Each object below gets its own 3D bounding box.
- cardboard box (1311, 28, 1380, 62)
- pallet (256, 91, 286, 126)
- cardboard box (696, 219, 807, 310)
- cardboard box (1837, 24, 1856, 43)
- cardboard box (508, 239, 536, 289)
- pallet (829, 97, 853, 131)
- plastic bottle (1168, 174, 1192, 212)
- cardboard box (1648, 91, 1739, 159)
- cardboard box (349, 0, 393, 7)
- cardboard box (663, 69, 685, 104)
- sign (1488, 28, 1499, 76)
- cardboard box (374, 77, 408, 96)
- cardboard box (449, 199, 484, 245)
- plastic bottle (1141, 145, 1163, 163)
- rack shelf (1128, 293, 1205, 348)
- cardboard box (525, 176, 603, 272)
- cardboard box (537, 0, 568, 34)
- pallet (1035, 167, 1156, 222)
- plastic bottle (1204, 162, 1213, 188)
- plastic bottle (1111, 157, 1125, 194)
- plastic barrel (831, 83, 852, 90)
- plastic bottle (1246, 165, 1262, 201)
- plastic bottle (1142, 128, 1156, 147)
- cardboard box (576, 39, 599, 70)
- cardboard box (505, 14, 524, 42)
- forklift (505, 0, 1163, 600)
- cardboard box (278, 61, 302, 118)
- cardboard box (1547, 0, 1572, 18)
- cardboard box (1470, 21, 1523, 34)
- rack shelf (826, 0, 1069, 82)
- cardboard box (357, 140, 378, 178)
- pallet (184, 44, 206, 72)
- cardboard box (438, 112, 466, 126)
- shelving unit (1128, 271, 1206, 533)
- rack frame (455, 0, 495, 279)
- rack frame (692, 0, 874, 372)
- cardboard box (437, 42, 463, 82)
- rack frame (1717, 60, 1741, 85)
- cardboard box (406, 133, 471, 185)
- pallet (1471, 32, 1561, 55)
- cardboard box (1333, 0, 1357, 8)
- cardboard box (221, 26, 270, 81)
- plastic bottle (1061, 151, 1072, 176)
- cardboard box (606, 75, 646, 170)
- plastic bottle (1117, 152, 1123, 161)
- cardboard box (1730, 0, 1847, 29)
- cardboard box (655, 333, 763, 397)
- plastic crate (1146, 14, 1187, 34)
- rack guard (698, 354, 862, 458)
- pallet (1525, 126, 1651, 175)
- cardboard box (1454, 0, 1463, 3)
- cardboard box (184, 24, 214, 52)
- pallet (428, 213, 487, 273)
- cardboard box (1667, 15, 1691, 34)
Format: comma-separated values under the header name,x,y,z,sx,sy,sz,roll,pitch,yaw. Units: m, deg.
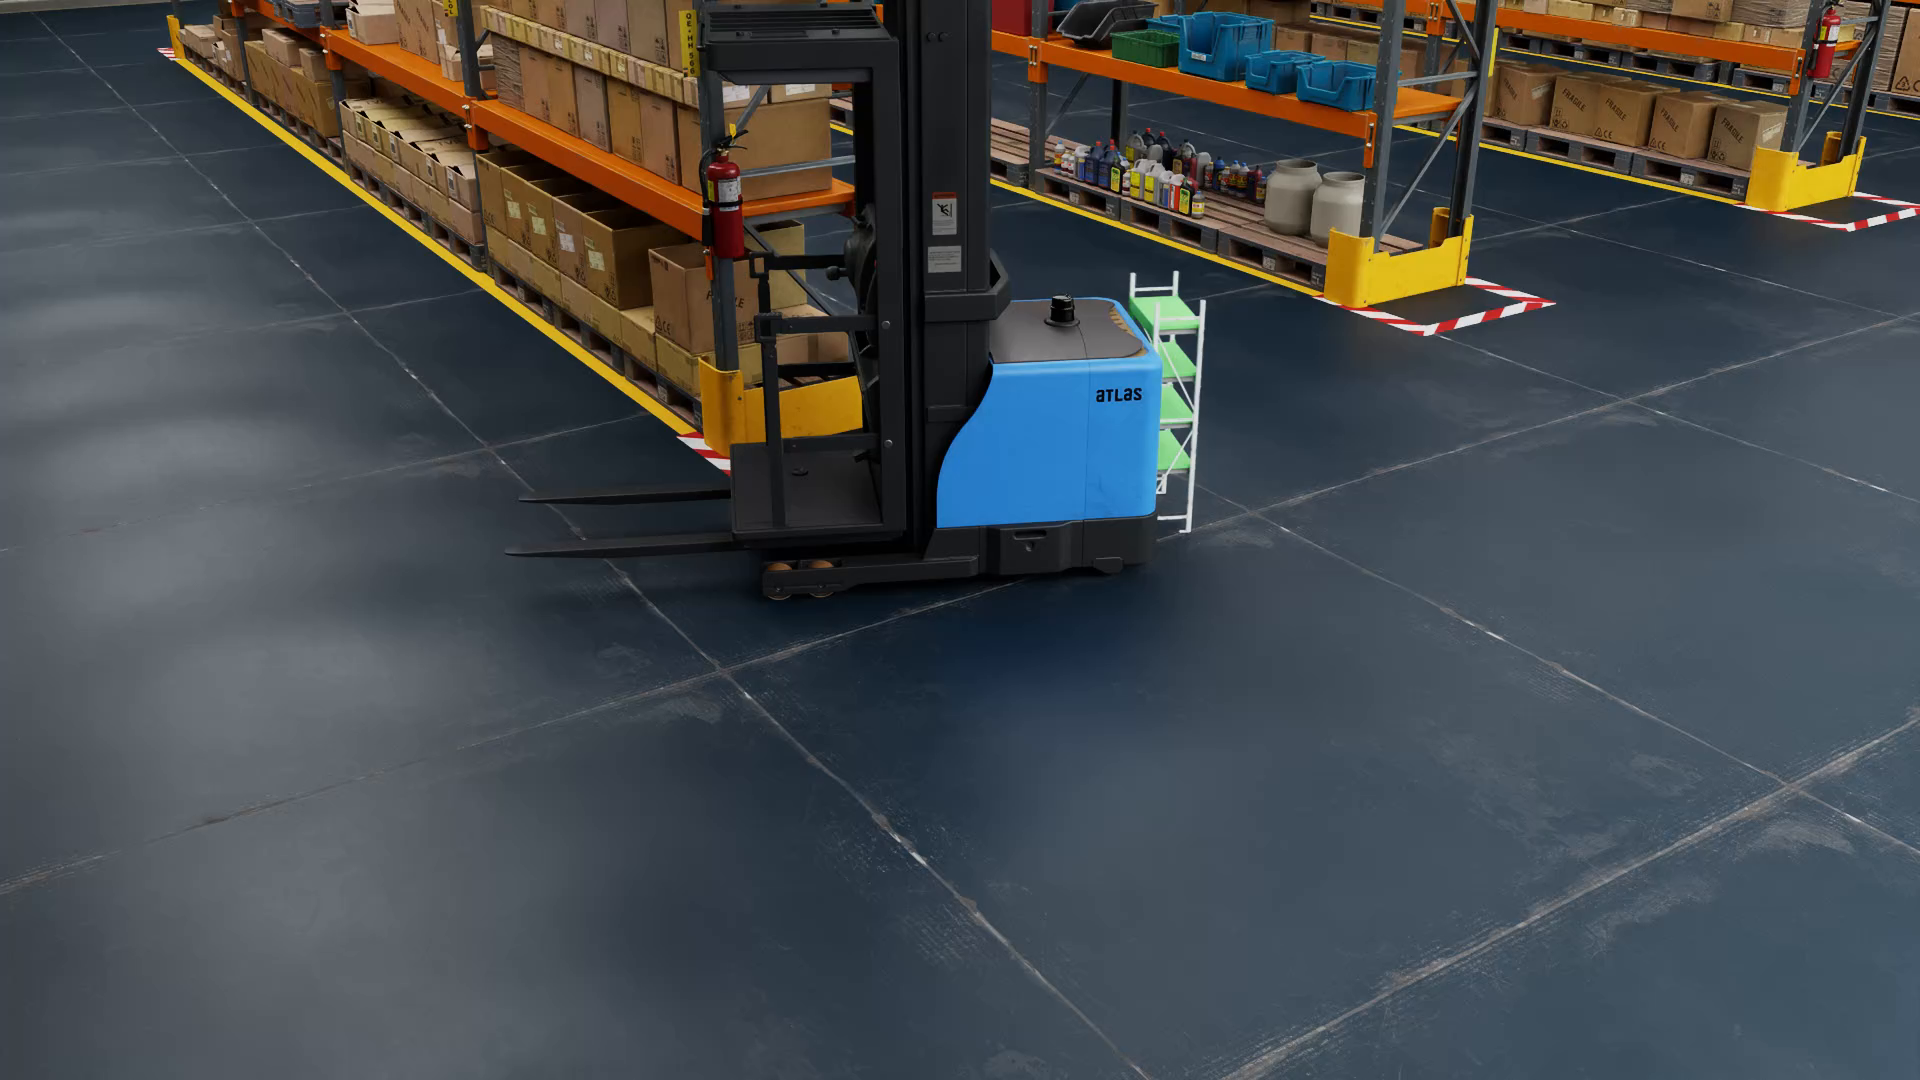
name,x,y,z,sx,sy,sz,roll,pitch,yaw
cardboard box,4.347,-5.412,18.613,0.700,0.500,0.500,-18,31,-34
pallet,-6.979,-4.755,18.075,1.003,0.211,1.213,-16,29,-30
cardboard box,-1.285,-1.713,10.216,0.500,0.500,0.500,-16,29,-30
cardboard box,7.442,-4.357,14.260,0.380,0.149,0.250,-16,29,-30
cardboard box,-2.820,-1.966,11.631,0.500,0.250,0.500,-16,29,-30
pallet,-0.729,-4.473,17.478,1.003,0.211,1.213,-16,29,-30
plastic bottle,1.763,-2.777,13.295,0.152,0.276,0.135,-15,29,-29
cardboard box,6.716,-3.806,15.234,0.500,0.500,0.500,-8,26,-16
cardboard box,-5.110,-4.687,14.768,0.500,0.311,0.500,-14,28,-26
cardboard box,-1.417,-2.530,9.218,0.380,0.149,0.250,-15,29,-28
sign,3.711,-3.411,11.637,0.100,0.325,0.005,-16,29,-30
cardboard box,-5.281,-4.165,15.972,0.500,0.500,0.500,-14,29,-27
cardboard box,-3.557,-2.464,12.684,0.500,0.250,0.500,-16,30,-30
plastic bottle,1.652,-3.281,14.363,0.152,0.276,0.135,-16,29,-30
rack shelf,1.000,-1.057,8.109,0.258,0.148,0.480,-4,26,-7
cardboard box,-2.551,-2.126,11.090,0.500,0.500,0.500,-16,29,-30
cardboard box,-2.291,-3.551,10.623,0.700,0.500,0.500,-16,29,-30
pallet,1.396,-3.079,14.524,1.003,0.211,1.213,-16,29,-30
plastic bottle,2.111,-3.081,14.025,0.097,0.201,0.097,0,25,0
plastic bottle,1.315,-3.038,13.839,0.061,0.283,0.133,-14,29,-27
plastic barrel,-1.401,-5.400,18.225,0.600,0.830,0.708,-16,29,-30
plastic bottle,2.411,-2.936,13.622,0.061,0.283,0.133,-15,29,-29
plastic bottle,1.657,-3.427,14.584,0.144,0.351,0.185,-16,30,-31
cardboard box,-2.121,-2.991,10.195,0.380,0.149,0.250,-16,30,-30
cardboard box,-2.824,-3.452,11.172,0.380,0.149,0.250,-16,30,-31
forklift,-0.625,-1.289,7.547,3.031,2.935,1.130,-3,25,-7
cardboard box,-6.553,-4.587,16.866,0.500,0.500,0.500,-17,30,-31
cardboard box,5.782,-5.042,15.711,0.380,0.149,0.250,-16,29,-30
cardboard box,7.498,-7.228,22.191,1.050,0.750,0.750,-16,30,-30
rack shelf,-0.028,-4.980,16.127,1.077,0.370,4.000,-16,29,-30
cardboard box,-4.957,-3.378,14.622,0.500,0.250,0.500,-16,30,-31
pallet,-9.161,-6.155,21.042,1.003,0.211,1.213,-16,29,-30
cardboard box,-4.217,-3.572,14.375,0.500,0.311,0.500,-16,30,-30
shelving unit,1.000,-0.681,8.286,0.258,1.200,0.503,-4,26,-7
rack frame,-3.088,-3.437,12.016,1.000,3.000,0.127,-16,29,-30
rack frame,-0.904,-2.006,8.985,1.000,3.000,0.127,-16,29,-30
cardboard box,-3.722,-3.647,12.620,0.396,0.266,0.258,-16,30,-31
rack frame,9.425,-6.864,19.275,1.000,3.000,0.127,-16,29,-30
cardboard box,-4.109,-3.078,13.329,0.500,0.311,0.500,-16,29,-30
pallet,7.609,-6.734,22.267,1.003,0.211,1.213,-16,29,-30
cardboard box,5.826,-8.085,24.300,0.500,0.500,0.500,-15,29,-29
cardboard box,-8.004,-5.504,18.809,0.500,0.500,0.500,-16,29,-30
plastic bottle,0.926,-3.271,14.427,0.097,0.201,0.097,0,25,0
cardboard box,-1.705,-2.587,10.098,0.700,0.500,0.500,-15,29,-29
plastic bottle,1.338,-3.146,14.080,0.097,0.271,0.097,0,25,0
cardboard box,7.120,-4.696,14.218,0.875,0.500,0.500,-16,29,-30
cardboard box,-1.445,-1.075,9.743,0.500,0.250,0.500,-16,29,-30
plastic crate,1.896,-4.190,13.786,0.499,0.251,0.616,-16,29,-30
rack guard,-0.891,-0.867,9.501,1.175,0.500,0.348,-16,29,-30
pallet,6.280,-3.814,16.082,1.003,0.211,1.213,-16,29,-30
cardboard box,5.079,-5.483,16.646,0.380,0.149,0.250,-16,29,-30
cardboard box,-9.307,-6.245,20.670,0.500,0.250,0.500,-16,29,-30
pallet,-3.523,-2.430,13.150,1.003,0.211,1.213,-16,29,-30
cardboard box,6.528,-4.612,14.801,0.380,0.149,0.250,-16,29,-30
